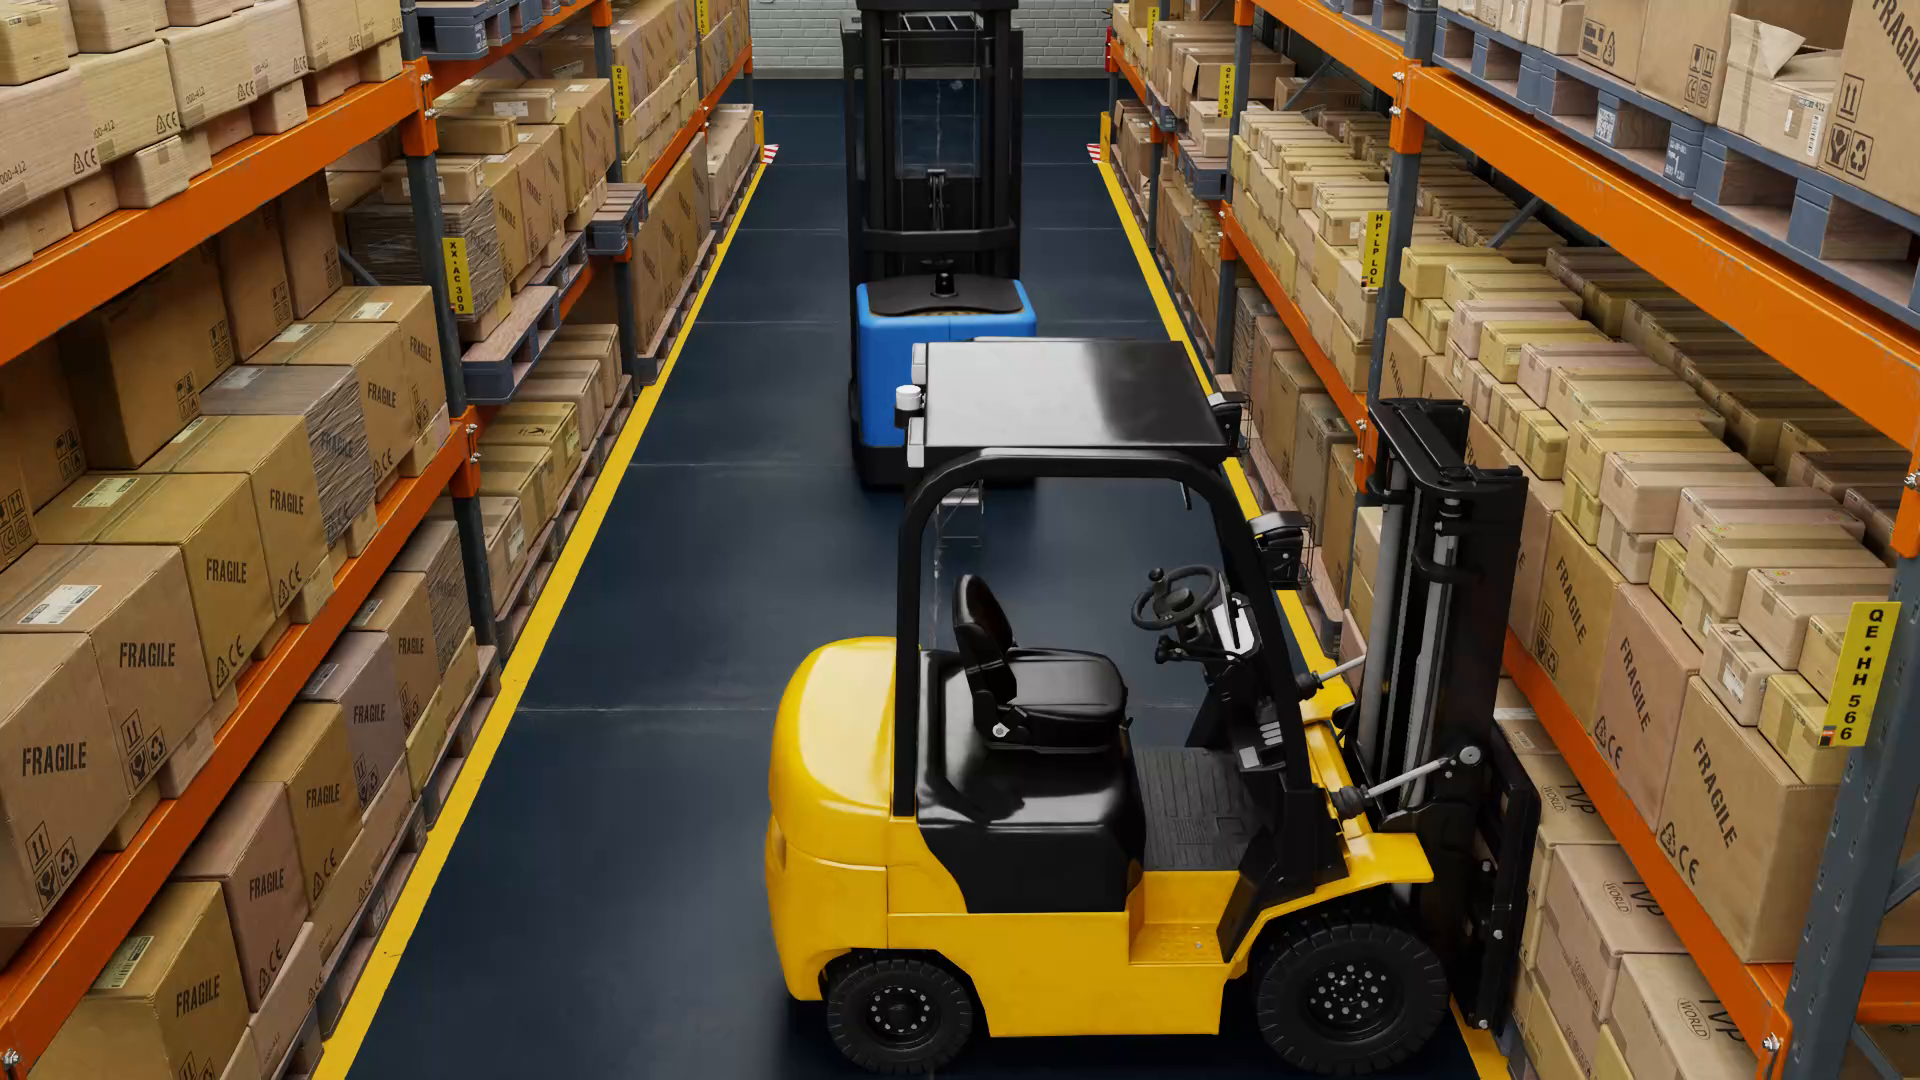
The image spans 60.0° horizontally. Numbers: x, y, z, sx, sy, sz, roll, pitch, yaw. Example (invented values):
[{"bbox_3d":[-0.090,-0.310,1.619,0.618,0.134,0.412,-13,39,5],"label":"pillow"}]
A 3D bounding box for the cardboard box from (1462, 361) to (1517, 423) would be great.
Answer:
[{"bbox_3d":[2.002,-0.523,5.859,0.380,0.149,0.250,0,24,-1],"label":"cardboard box"}]

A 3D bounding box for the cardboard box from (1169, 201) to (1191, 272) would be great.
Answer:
[{"bbox_3d":[2.007,-2.462,13.578,0.500,0.500,0.500,-1,24,-2],"label":"cardboard box"}]

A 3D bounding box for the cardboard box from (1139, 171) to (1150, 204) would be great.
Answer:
[{"bbox_3d":[1.906,-3.356,15.839,0.396,0.266,0.258,1,24,1],"label":"cardboard box"}]

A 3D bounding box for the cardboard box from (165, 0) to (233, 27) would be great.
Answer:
[{"bbox_3d":[-2.332,-1.562,4.762,0.380,0.149,0.250,0,24,0],"label":"cardboard box"}]

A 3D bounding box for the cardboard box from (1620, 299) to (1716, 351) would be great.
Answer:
[{"bbox_3d":[2.645,-0.770,6.043,0.380,0.149,0.250,-1,24,-2],"label":"cardboard box"}]

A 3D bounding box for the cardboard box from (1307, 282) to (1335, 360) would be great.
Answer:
[{"bbox_3d":[2.019,-1.084,8.189,0.500,0.250,0.500,0,24,-1],"label":"cardboard box"}]

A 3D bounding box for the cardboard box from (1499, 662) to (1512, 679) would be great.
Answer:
[{"bbox_3d":[2.001,0.484,6.155,0.500,0.250,0.500,1,24,1],"label":"cardboard box"}]

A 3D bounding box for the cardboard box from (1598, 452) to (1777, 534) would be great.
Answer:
[{"bbox_3d":[2.020,-0.133,4.634,0.380,0.149,0.250,0,24,1],"label":"cardboard box"}]

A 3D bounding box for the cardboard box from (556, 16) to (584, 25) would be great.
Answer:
[{"bbox_3d":[-2.990,-3.492,11.997,0.500,0.500,0.500,0,24,-1],"label":"cardboard box"}]

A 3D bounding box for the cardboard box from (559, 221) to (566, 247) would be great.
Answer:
[{"bbox_3d":[-2.375,-1.668,9.093,0.380,0.149,0.250,-1,24,-2],"label":"cardboard box"}]

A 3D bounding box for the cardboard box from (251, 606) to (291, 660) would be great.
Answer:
[{"bbox_3d":[-2.388,0.265,5.330,0.380,0.149,0.250,-1,24,-2],"label":"cardboard box"}]

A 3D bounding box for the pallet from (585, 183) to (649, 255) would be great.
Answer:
[{"bbox_3d":[-2.596,-1.983,10.226,1.213,0.211,1.003,0,24,-1],"label":"pallet"}]

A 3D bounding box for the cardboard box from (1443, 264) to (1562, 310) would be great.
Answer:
[{"bbox_3d":[2.114,-0.975,6.497,0.380,0.149,0.250,0,24,0],"label":"cardboard box"}]

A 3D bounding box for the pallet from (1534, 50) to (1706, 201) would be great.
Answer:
[{"bbox_3d":[2.342,-1.212,4.758,1.003,0.211,1.213,0,24,-1],"label":"pallet"}]

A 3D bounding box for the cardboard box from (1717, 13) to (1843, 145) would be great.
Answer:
[{"bbox_3d":[2.025,-1.078,3.885,0.396,0.266,0.258,0,24,0],"label":"cardboard box"}]

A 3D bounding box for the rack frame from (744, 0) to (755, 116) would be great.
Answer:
[{"bbox_3d":[-2.797,-5.660,18.124,1.000,3.000,0.127,0,24,-1],"label":"rack frame"}]

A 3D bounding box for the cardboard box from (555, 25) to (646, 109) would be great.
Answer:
[{"bbox_3d":[-2.486,-3.273,11.512,0.500,0.500,0.500,0,24,0],"label":"cardboard box"}]

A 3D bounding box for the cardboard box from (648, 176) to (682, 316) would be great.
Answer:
[{"bbox_3d":[-2.640,-2.239,12.629,0.875,0.875,0.875,0,24,0],"label":"cardboard box"}]

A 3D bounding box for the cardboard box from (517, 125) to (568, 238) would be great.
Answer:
[{"bbox_3d":[-2.399,-1.904,8.827,0.500,0.500,0.500,-1,24,-3],"label":"cardboard box"}]

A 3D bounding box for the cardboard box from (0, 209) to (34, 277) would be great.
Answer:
[{"bbox_3d":[-2.363,-0.674,3.766,0.380,0.149,0.250,0,24,1],"label":"cardboard box"}]

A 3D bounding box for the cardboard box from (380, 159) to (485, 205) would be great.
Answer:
[{"bbox_3d":[-2.318,-1.578,7.321,0.380,0.149,0.250,0,24,-1],"label":"cardboard box"}]

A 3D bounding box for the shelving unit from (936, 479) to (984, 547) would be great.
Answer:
[{"bbox_3d":[0.000,-0.413,9.072,0.258,0.900,0.210,0,24,-1],"label":"shelving unit"}]

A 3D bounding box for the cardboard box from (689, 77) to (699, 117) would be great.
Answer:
[{"bbox_3d":[-2.497,-3.759,14.104,0.500,0.250,0.500,-1,24,-2],"label":"cardboard box"}]

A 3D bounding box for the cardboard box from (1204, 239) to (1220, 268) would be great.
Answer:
[{"bbox_3d":[1.961,-2.050,11.879,0.380,0.149,0.250,-1,24,-3],"label":"cardboard box"}]

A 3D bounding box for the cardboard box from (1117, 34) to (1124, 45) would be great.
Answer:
[{"bbox_3d":[1.895,-5.432,17.926,0.380,0.149,0.250,0,24,-1],"label":"cardboard box"}]

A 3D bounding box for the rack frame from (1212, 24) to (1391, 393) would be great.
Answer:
[{"bbox_3d":[2.253,-2.387,10.888,1.000,3.000,0.127,0,24,-1],"label":"rack frame"}]

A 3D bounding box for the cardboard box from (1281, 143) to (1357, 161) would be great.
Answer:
[{"bbox_3d":[2.043,-2.169,9.497,0.380,0.149,0.250,0,24,0],"label":"cardboard box"}]

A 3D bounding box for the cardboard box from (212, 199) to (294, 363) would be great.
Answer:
[{"bbox_3d":[-2.895,-0.959,6.034,0.700,0.500,0.500,0,24,0],"label":"cardboard box"}]

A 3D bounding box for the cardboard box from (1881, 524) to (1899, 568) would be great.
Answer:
[{"bbox_3d":[2.564,0.077,4.171,0.380,0.149,0.250,0,24,0],"label":"cardboard box"}]

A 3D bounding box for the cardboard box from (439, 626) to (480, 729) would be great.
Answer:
[{"bbox_3d":[-2.391,0.589,7.135,0.500,0.250,0.500,1,24,2],"label":"cardboard box"}]

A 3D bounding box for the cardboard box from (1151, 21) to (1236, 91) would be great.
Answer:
[{"bbox_3d":[1.991,-4.072,13.982,0.700,0.500,0.500,0,24,1],"label":"cardboard box"}]

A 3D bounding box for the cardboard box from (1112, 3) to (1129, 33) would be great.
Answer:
[{"bbox_3d":[1.901,-5.563,17.730,0.500,0.250,0.500,0,24,0],"label":"cardboard box"}]

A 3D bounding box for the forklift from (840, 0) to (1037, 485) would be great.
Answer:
[{"bbox_3d":[-0.184,-2.229,10.622,1.130,2.935,3.031,-2,24,-4],"label":"forklift"}]

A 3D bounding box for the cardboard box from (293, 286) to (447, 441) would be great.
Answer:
[{"bbox_3d":[-2.413,-0.714,6.707,0.500,0.500,0.500,-1,24,-2],"label":"cardboard box"}]

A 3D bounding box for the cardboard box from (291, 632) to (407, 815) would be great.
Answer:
[{"bbox_3d":[-2.378,0.667,6.052,0.500,0.500,0.500,1,24,2],"label":"cardboard box"}]

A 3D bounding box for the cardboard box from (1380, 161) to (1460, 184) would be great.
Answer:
[{"bbox_3d":[2.495,-1.962,9.041,0.380,0.149,0.250,0,24,1],"label":"cardboard box"}]

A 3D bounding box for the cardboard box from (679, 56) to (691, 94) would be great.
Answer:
[{"bbox_3d":[-2.493,-3.784,13.553,0.500,0.250,0.500,0,24,1],"label":"cardboard box"}]

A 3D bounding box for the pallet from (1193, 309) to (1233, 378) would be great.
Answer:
[{"bbox_3d":[2.283,-1.424,12.143,1.003,0.211,1.213,0,24,-1],"label":"pallet"}]

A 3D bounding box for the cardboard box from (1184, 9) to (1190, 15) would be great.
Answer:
[{"bbox_3d":[2.441,-5.350,17.260,0.500,0.250,0.500,0,24,0],"label":"cardboard box"}]

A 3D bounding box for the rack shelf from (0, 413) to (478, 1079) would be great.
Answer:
[{"bbox_3d":[-2.645,0.437,5.517,1.077,0.370,4.000,0,24,-1],"label":"rack shelf"}]

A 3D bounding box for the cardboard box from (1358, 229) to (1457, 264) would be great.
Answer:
[{"bbox_3d":[2.050,-1.326,7.633,0.380,0.149,0.250,-1,24,-1],"label":"cardboard box"}]

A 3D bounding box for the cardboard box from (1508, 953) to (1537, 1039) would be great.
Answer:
[{"bbox_3d":[2.027,1.368,5.413,0.500,0.250,0.500,0,24,0],"label":"cardboard box"}]

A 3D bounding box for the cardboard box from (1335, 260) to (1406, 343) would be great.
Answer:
[{"bbox_3d":[2.036,-1.099,7.616,0.500,0.250,0.500,-1,24,-2],"label":"cardboard box"}]

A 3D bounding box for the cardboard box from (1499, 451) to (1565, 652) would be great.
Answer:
[{"bbox_3d":[2.054,0.030,5.422,0.500,0.500,0.500,0,24,0],"label":"cardboard box"}]

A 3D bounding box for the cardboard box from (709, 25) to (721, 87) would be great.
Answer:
[{"bbox_3d":[-2.499,-4.459,15.348,0.500,0.500,0.500,0,24,0],"label":"cardboard box"}]

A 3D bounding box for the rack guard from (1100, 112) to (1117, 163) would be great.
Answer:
[{"bbox_3d":[2.167,-4.513,18.622,1.175,0.500,0.348,0,24,-1],"label":"rack guard"}]

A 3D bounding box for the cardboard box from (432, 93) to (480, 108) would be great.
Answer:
[{"bbox_3d":[-2.924,-2.334,9.780,0.500,0.500,0.500,1,24,2],"label":"cardboard box"}]

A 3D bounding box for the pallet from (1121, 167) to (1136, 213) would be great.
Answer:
[{"bbox_3d":[2.187,-3.552,16.847,1.003,0.211,1.213,0,24,-1],"label":"pallet"}]

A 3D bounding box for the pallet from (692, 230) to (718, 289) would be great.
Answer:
[{"bbox_3d":[-2.670,-2.423,14.352,1.003,0.211,1.213,0,24,-1],"label":"pallet"}]

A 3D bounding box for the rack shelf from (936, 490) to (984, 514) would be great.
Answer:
[{"bbox_3d":[0.000,-0.219,9.160,0.258,0.077,0.200,0,24,-1],"label":"rack shelf"}]

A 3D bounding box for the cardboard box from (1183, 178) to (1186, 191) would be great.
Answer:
[{"bbox_3d":[2.058,-2.902,13.763,0.380,0.149,0.250,-1,24,-1],"label":"cardboard box"}]

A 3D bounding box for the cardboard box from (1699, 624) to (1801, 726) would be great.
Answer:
[{"bbox_3d":[2.024,0.322,3.991,0.380,0.149,0.250,0,24,0],"label":"cardboard box"}]

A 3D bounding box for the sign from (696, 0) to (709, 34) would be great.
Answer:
[{"bbox_3d":[-2.211,-4.509,14.272,0.100,0.325,0.005,0,24,-1],"label":"sign"}]
